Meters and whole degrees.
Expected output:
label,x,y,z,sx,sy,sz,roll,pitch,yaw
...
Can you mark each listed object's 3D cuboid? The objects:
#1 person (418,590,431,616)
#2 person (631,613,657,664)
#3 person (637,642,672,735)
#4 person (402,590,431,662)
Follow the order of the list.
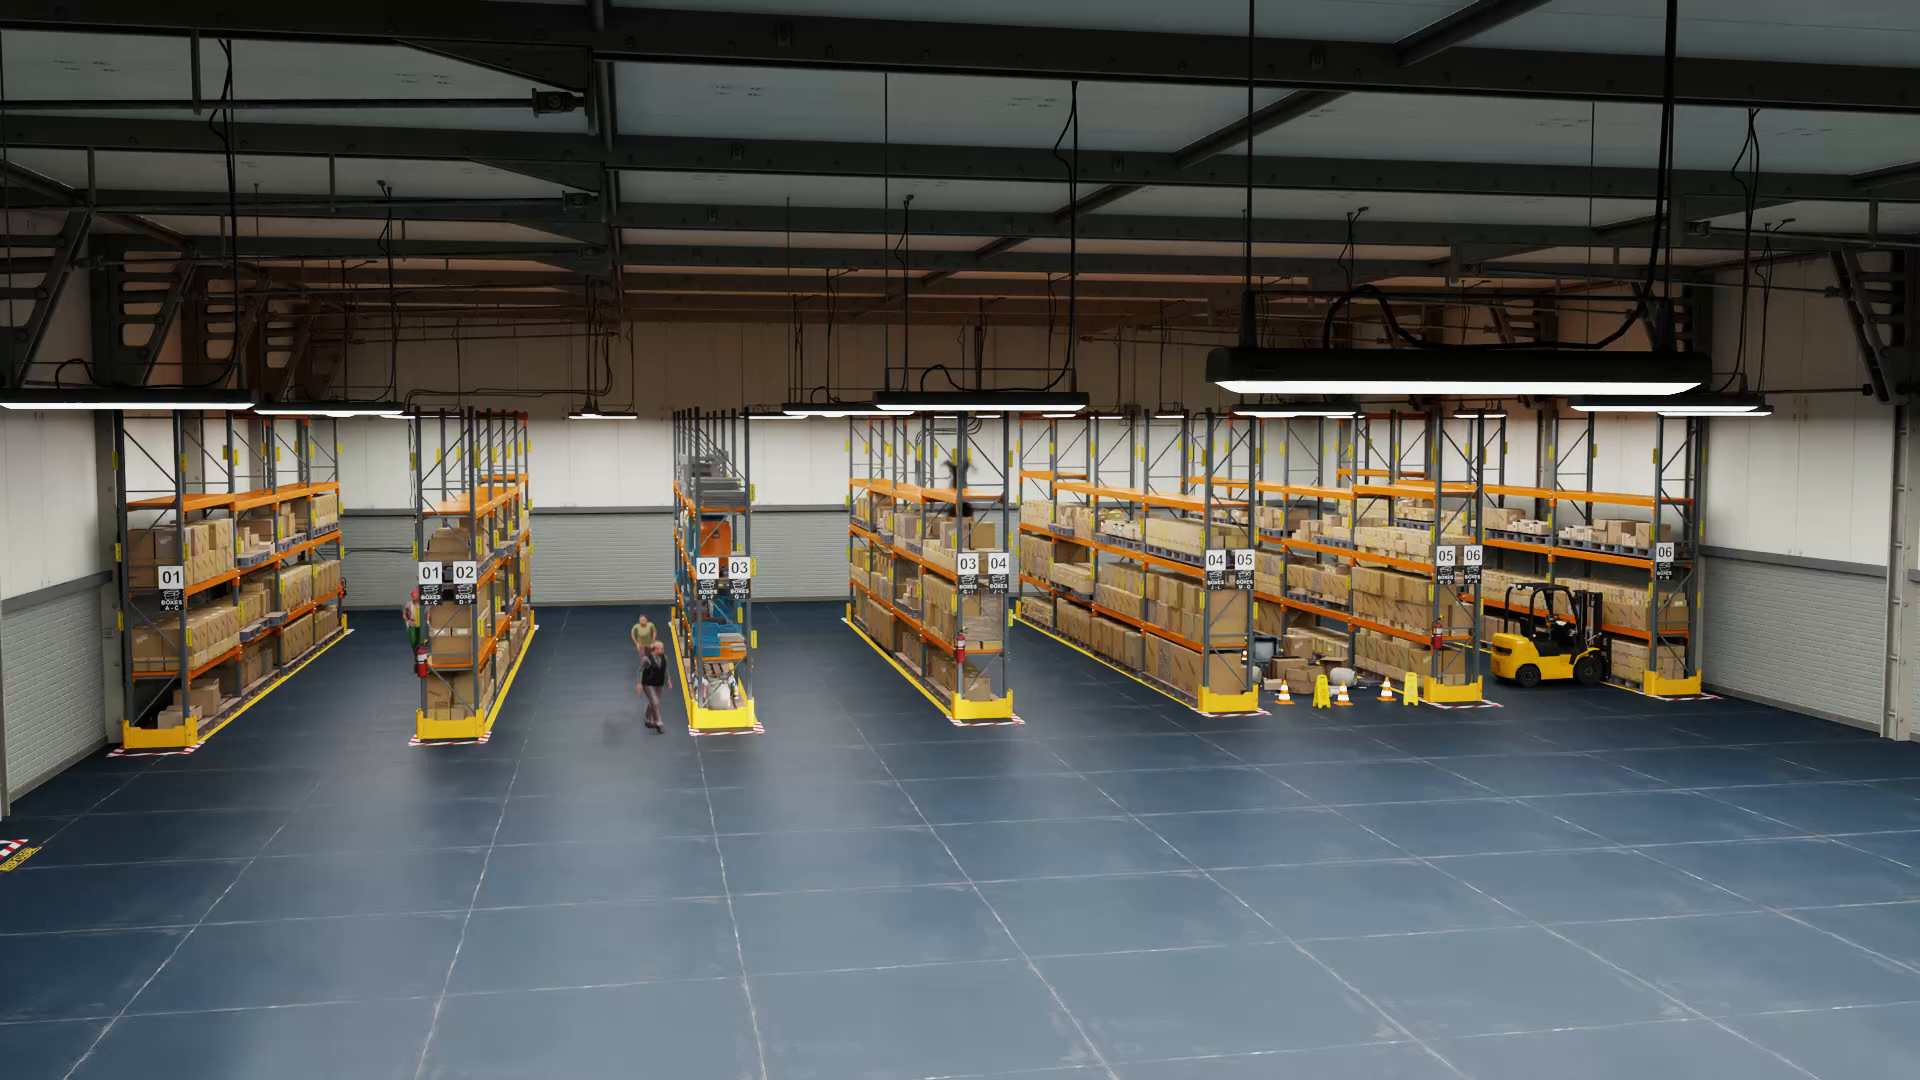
label,x,y,z,sx,sy,sz,roll,pitch,yaw
person,-14.927,1.665,46.389,0.500,1.536,0.574,0,4,4
person,-6.983,2.344,36.808,0.625,1.529,0.818,-2,5,-27
person,-5.670,2.704,30.631,0.640,1.701,0.764,-4,6,-44
person,-12.918,2.049,39.563,0.659,1.729,0.644,-1,4,-10
